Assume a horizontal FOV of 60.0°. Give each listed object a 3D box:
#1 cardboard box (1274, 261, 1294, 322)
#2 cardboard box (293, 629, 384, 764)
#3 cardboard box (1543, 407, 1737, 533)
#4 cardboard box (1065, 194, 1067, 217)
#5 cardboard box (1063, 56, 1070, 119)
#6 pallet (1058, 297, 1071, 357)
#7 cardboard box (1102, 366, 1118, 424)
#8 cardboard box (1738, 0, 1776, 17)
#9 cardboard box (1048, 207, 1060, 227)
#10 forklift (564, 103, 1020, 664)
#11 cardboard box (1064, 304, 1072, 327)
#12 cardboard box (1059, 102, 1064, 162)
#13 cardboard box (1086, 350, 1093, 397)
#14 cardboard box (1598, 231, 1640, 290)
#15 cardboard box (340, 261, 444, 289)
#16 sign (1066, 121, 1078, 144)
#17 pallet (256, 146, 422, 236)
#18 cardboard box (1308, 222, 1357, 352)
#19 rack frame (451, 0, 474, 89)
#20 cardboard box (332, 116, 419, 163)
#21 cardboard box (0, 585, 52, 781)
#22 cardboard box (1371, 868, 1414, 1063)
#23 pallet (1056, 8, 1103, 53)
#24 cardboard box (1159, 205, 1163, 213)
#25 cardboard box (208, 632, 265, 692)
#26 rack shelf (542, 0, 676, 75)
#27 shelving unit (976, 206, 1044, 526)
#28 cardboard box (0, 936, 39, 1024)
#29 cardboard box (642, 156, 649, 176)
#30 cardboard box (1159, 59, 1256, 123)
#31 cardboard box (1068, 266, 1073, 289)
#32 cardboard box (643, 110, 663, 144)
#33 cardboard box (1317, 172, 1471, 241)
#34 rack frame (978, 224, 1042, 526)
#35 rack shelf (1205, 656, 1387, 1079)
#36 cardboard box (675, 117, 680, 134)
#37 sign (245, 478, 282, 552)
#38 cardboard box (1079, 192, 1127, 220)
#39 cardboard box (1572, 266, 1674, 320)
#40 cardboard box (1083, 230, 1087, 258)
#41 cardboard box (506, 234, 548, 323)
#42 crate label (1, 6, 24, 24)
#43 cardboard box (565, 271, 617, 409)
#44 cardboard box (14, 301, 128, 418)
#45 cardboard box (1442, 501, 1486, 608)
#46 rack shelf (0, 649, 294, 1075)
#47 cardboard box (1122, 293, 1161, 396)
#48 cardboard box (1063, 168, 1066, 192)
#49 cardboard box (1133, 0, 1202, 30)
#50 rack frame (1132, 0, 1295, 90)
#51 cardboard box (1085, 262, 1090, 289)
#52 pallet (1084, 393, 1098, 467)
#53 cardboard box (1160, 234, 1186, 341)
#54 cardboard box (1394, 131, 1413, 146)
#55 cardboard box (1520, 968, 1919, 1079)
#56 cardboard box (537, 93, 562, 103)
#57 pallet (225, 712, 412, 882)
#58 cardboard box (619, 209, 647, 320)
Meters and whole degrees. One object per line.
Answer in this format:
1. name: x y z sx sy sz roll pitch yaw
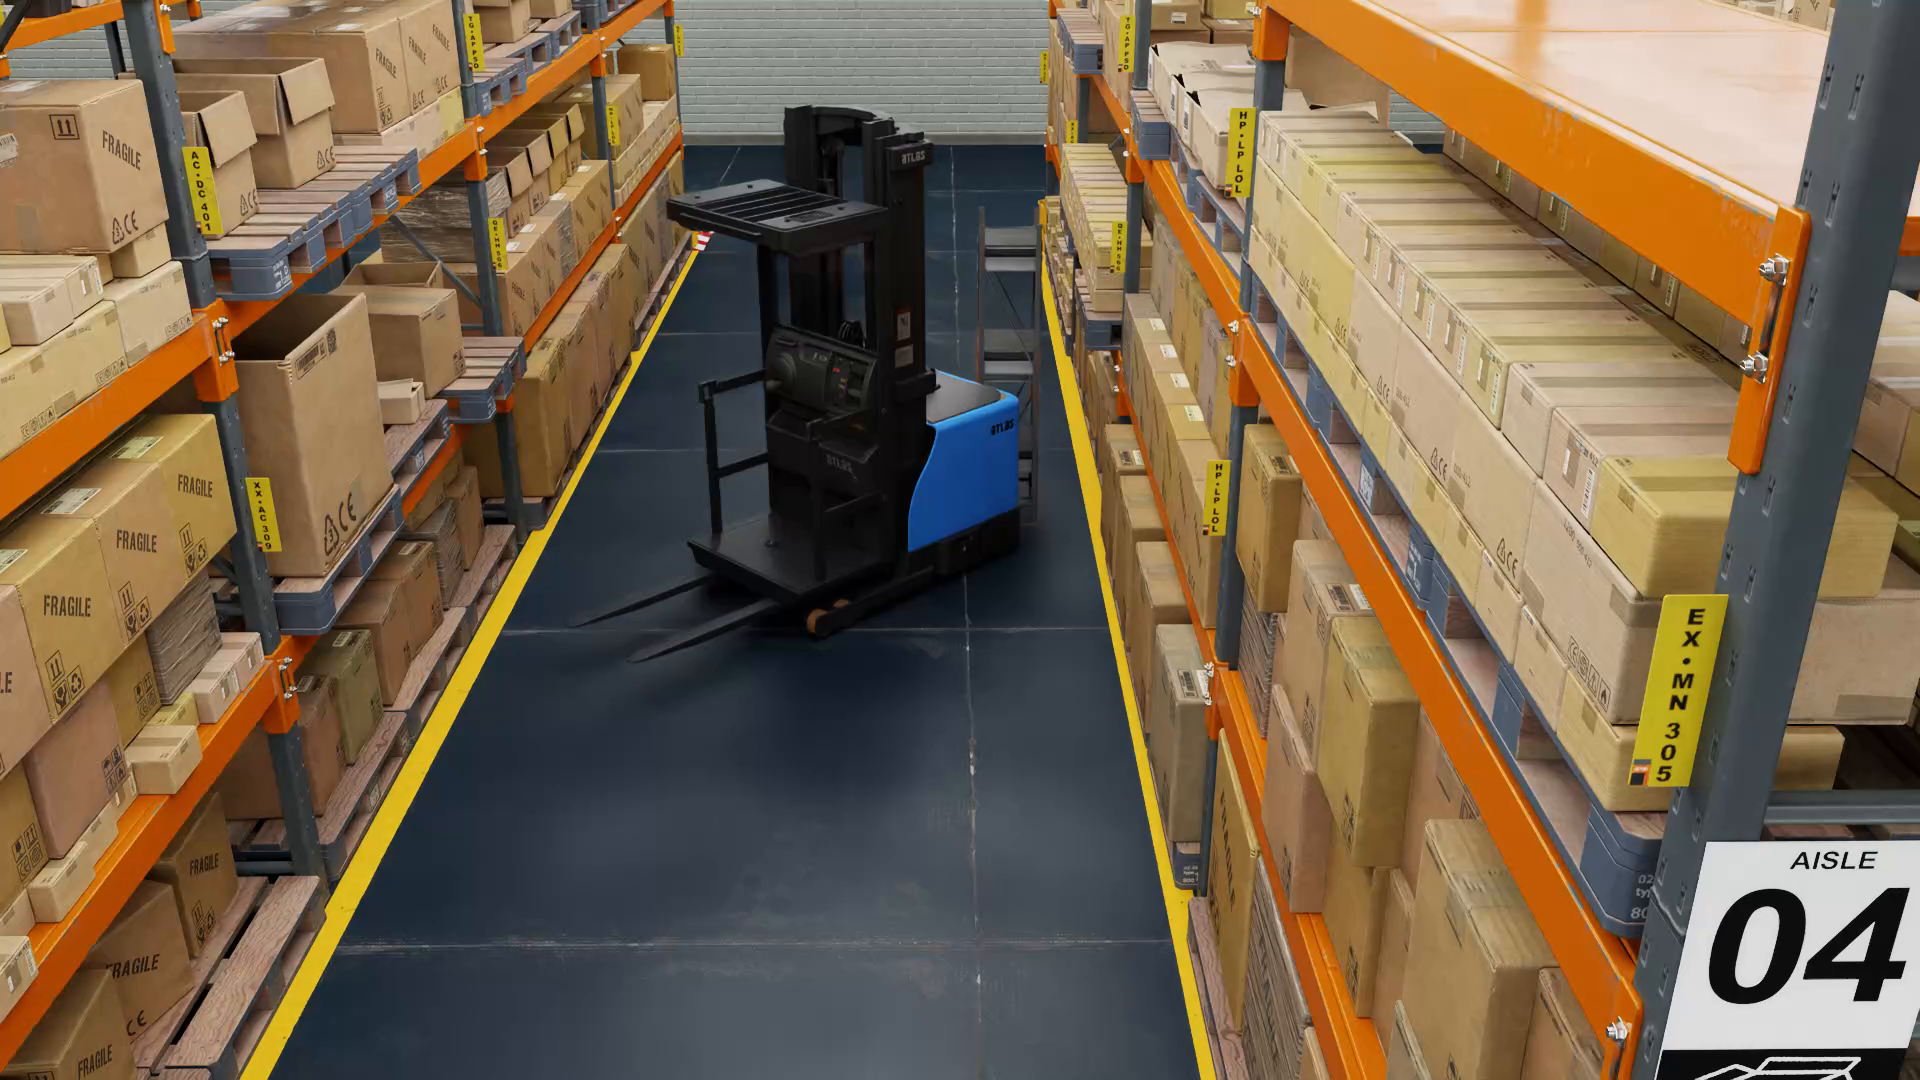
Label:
1. cardboard box: 1.244 -0.810 5.435 0.380 0.149 0.250 0 24 -1
2. cardboard box: -3.358 0.787 8.369 0.700 0.500 0.500 0 24 -1
3. cardboard box: 1.274 -0.127 2.956 0.380 0.149 0.250 0 24 0
4. cardboard box: 1.039 -2.674 13.317 0.380 0.149 0.250 0 24 0
5. cardboard box: 1.200 -4.021 14.805 0.500 0.500 0.500 -1 24 -2
6. pallet: 1.444 -1.985 15.382 1.003 0.211 1.213 0 24 -1
7. cardboard box: 1.261 -1.005 11.446 0.500 0.250 0.500 -1 24 -2
8. cardboard box: 6.099 -3.971 12.524 0.380 0.166 0.250 -2 24 -4
9. cardboard box: 1.107 -3.355 17.257 0.380 0.149 0.250 0 24 -1
10. forklift: -0.994 -0.993 9.888 1.130 2.935 3.031 22 32 40
11. cardboard box: 1.142 -2.031 15.051 0.380 0.149 0.250 0 24 0
12. cardboard box: 1.191 -3.777 15.478 0.500 0.500 0.500 0 24 -1
13. cardboard box: 1.257 -1.292 12.989 0.500 0.500 0.500 0 24 0
14. cardboard box: 1.914 -0.760 4.356 0.380 0.149 0.250 0 24 0
15. cardboard box: -3.384 -1.364 9.996 0.500 0.500 0.500 -3 25 -7
16. sign: 0.944 -3.367 14.005 0.100 0.325 0.005 0 24 -1
17. pallet: -3.301 -1.665 7.879 1.213 0.211 1.003 0 24 -1
18. cardboard box: 1.313 -0.734 4.784 0.500 0.250 0.500 -1 24 -1
19. rack frame: -3.430 -4.083 9.358 1.000 3.000 0.127 0 24 -1
20. cardboard box: -3.158 -2.042 8.667 0.500 0.250 0.500 0 24 1
21. cardboard box: -3.093 0.464 4.888 0.500 0.500 0.500 0 24 -1
22. cardboard box: 1.660 1.287 4.582 0.875 0.550 0.550 0 24 -1
23. pallet: 1.387 -4.005 13.053 1.213 0.211 1.003 0 24 -1
24. cardboard box: 1.707 -2.485 12.538 0.380 0.149 0.250 0 24 0
25. cardboard box: -3.090 0.500 6.809 0.380 0.149 0.250 0 24 -1
26. rack shelf: -3.496 -4.861 15.591 1.077 0.370 4.000 0 24 -1
27. shelving unit: 0.325 -1.157 11.261 0.431 2.100 0.503 0 24 0
28. cardboard box: -3.027 1.324 4.987 0.380 0.149 0.250 0 24 -1
29. cardboard box: -3.159 -3.541 15.744 0.380 0.149 0.250 0 24 0
30. cardboard box: 1.324 -2.360 8.739 0.500 0.250 0.500 0 24 1
31. cardboard box: 1.180 -2.393 15.128 0.380 0.149 0.250 0 24 0
32. cardboard box: -3.236 -4.096 16.488 0.500 0.250 0.500 -1 24 -2
33. cardboard box: 1.251 -0.963 4.805 0.380 0.149 0.250 0 24 0
34. rack frame: 0.323 -1.057 11.039 0.400 2.100 0.015 0 24 0
35. rack shelf: 1.596 1.470 5.233 1.077 0.370 4.000 0 24 -1
36. cardboard box: -3.184 -4.387 17.614 0.380 0.149 0.250 0 24 0
37. sign: -2.844 -0.102 6.784 0.100 0.325 0.005 0 24 -1
38. cardboard box: 1.055 -2.411 12.014 0.380 0.149 0.250 1 24 2
39. cardboard box: 1.852 -0.529 4.329 0.500 0.250 0.500 0 24 -1
40. cardboard box: 1.058 -2.066 11.612 0.380 0.149 0.250 0 24 0
41. cardboard box: -3.171 -1.809 11.489 0.500 0.500 0.500 -1 24 -2
42. crate label: -8.143 -4.425 14.074 0.293 0.136 0.466 0 24 -1
43. cardboard box: -3.436 -1.589 13.193 1.225 0.875 0.875 -1 24 -2
44. cardboard box: -3.125 -0.598 5.474 0.500 0.250 0.500 0 24 1
45. cardboard box: 1.268 0.028 3.583 0.380 0.149 0.250 0 24 0
46. rack shelf: -3.365 1.450 5.276 1.077 0.370 4.000 0 24 -1
47. cardboard box: 1.266 -1.190 10.119 0.500 0.500 0.500 0 24 0
48. cardboard box: 1.036 -2.920 13.500 0.380 0.149 0.250 -1 24 -2
49. cardboard box: 1.266 -3.257 10.121 0.396 0.266 0.258 0 24 -1
50. rack frame: 1.531 -4.064 9.315 1.000 3.000 0.127 0 24 -1
51. cardboard box: 1.061 -1.817 11.422 0.380 0.149 0.250 0 24 0
52. pallet: 1.513 -0.883 12.947 1.003 0.211 1.213 0 24 -1
53. cardboard box: 1.532 -1.438 9.455 0.700 0.500 0.500 -1 24 -1
54. cardboard box: 1.819 -1.750 7.513 0.380 0.149 0.250 0 24 -1
55. cardboard box: 1.653 1.253 3.348 0.875 0.550 0.550 0 24 -1
56. cardboard box: -3.746 -3.595 14.470 0.500 0.500 0.500 0 24 1
57. pallet: -3.396 1.248 8.234 1.003 0.211 1.213 0 24 -1
58. cardboard box: -3.401 -2.494 15.192 0.875 0.875 0.875 0 24 -1
